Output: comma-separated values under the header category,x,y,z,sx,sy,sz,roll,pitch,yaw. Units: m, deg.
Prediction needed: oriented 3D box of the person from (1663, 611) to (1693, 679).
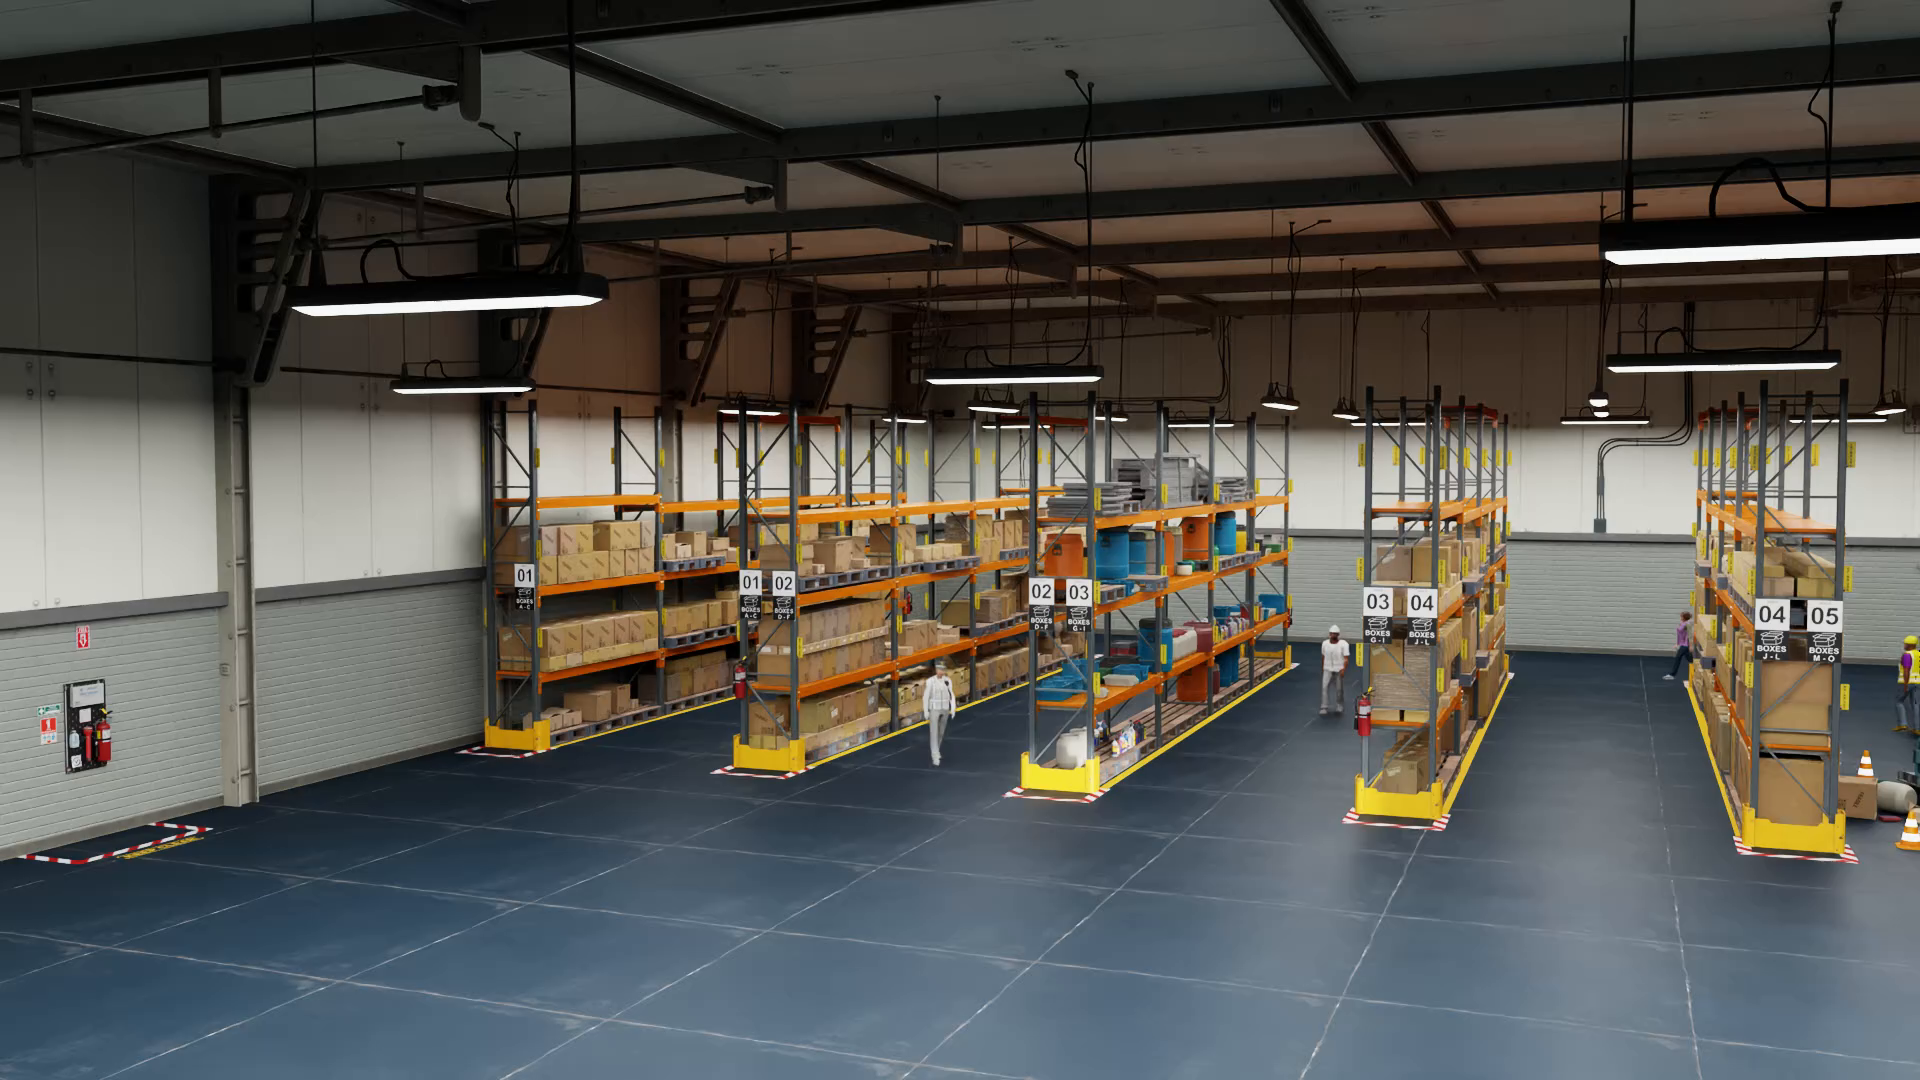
category,x,y,z,sx,sy,sz,roll,pitch,yaw
person,16.263,2.364,37.421,0.861,1.546,0.440,1,3,11

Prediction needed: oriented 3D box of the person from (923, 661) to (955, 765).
category,x,y,z,sx,sy,sz,roll,pitch,yaw
person,-0.326,2.810,27.333,0.521,1.646,0.795,-1,3,-23

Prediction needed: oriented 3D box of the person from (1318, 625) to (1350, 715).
category,x,y,z,sx,sy,sz,roll,pitch,yaw
person,7.269,2.528,32.344,0.580,1.719,0.981,1,3,27

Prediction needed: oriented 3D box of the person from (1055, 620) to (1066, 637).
category,x,y,z,sx,sy,sz,roll,pitch,yaw
person,2.657,1.946,44.364,0.534,1.697,0.783,-2,3,-30

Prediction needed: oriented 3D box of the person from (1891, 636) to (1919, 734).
category,x,y,z,sx,sy,sz,roll,pitch,yaw
person,17.330,2.642,30.204,0.531,1.785,0.551,0,3,3
